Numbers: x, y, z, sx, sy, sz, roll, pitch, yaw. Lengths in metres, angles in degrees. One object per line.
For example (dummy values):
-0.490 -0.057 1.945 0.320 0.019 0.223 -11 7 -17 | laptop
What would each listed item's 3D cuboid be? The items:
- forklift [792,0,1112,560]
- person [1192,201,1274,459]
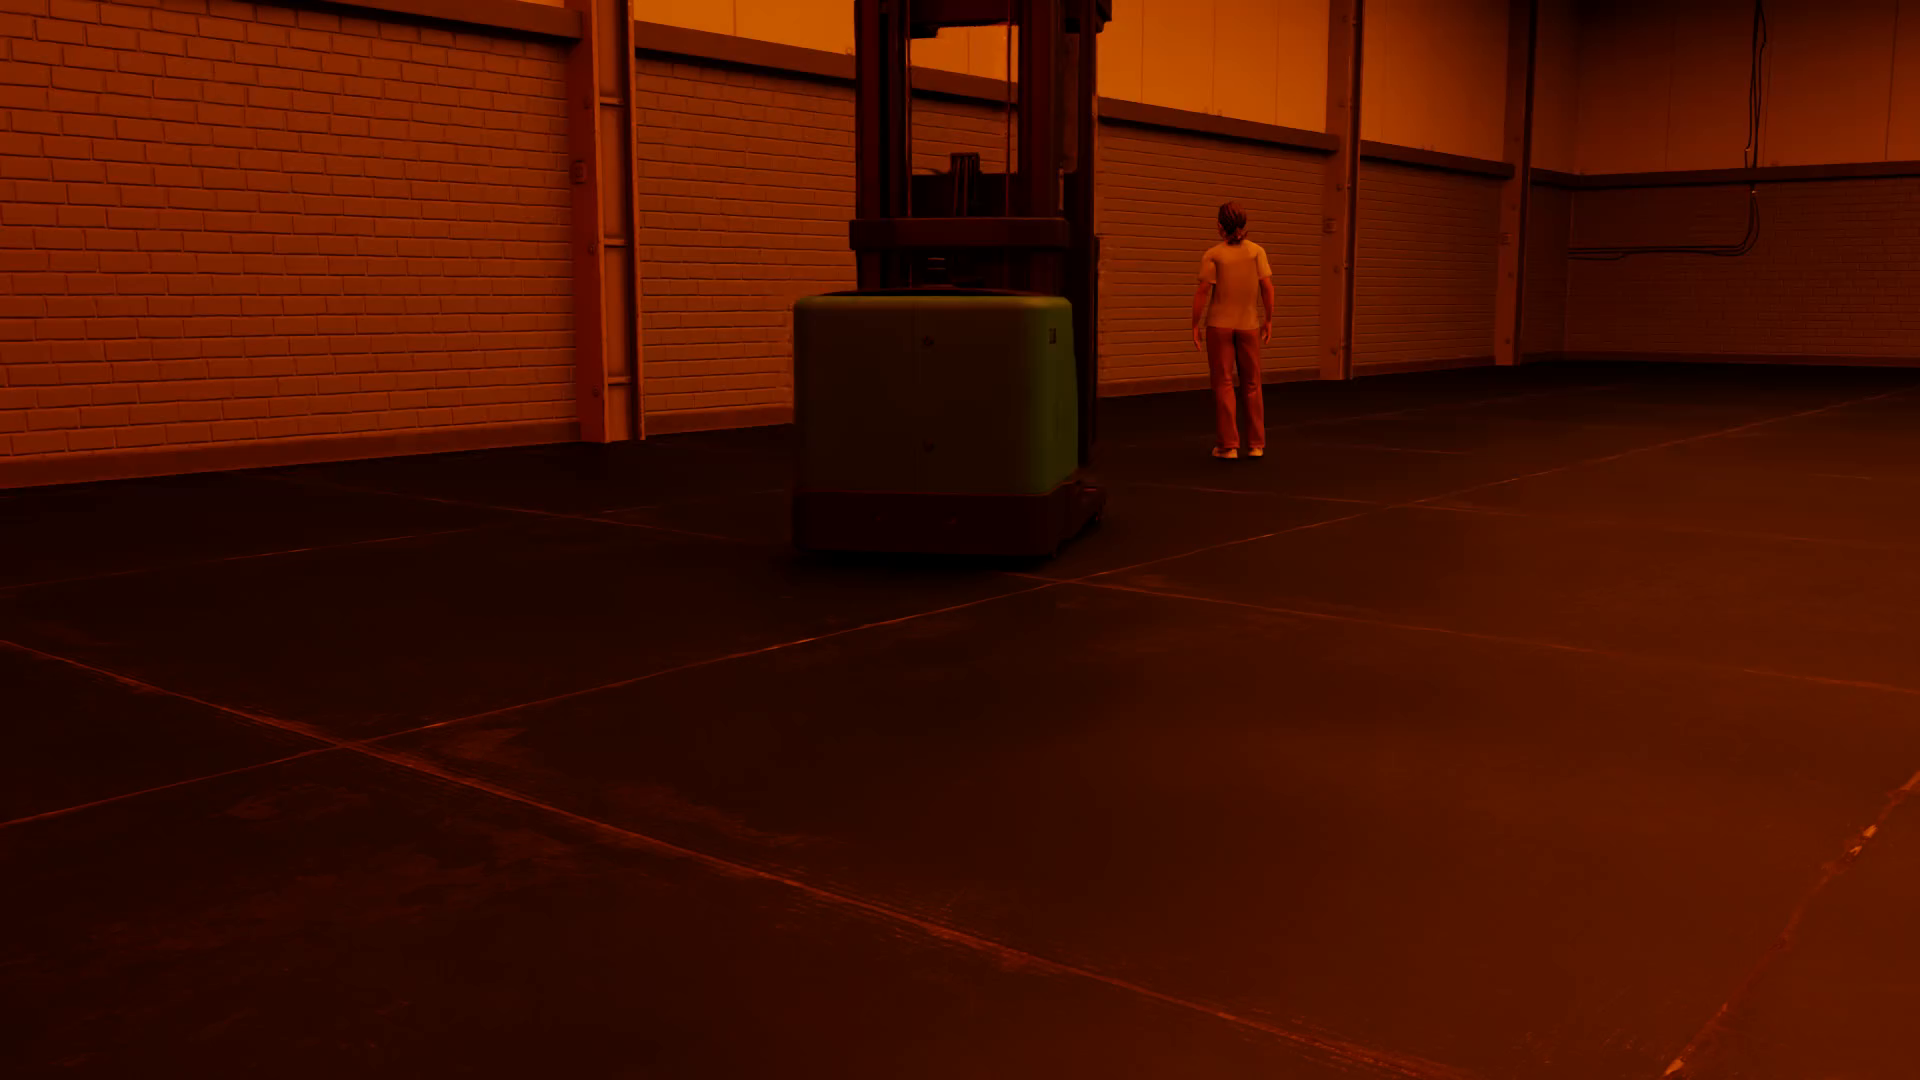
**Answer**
0.113 -1.542 7.822 1.130 2.935 3.031 2 8 11 | forklift
1.789 -1.376 10.972 0.554 1.674 0.548 0 8 -3 | person
